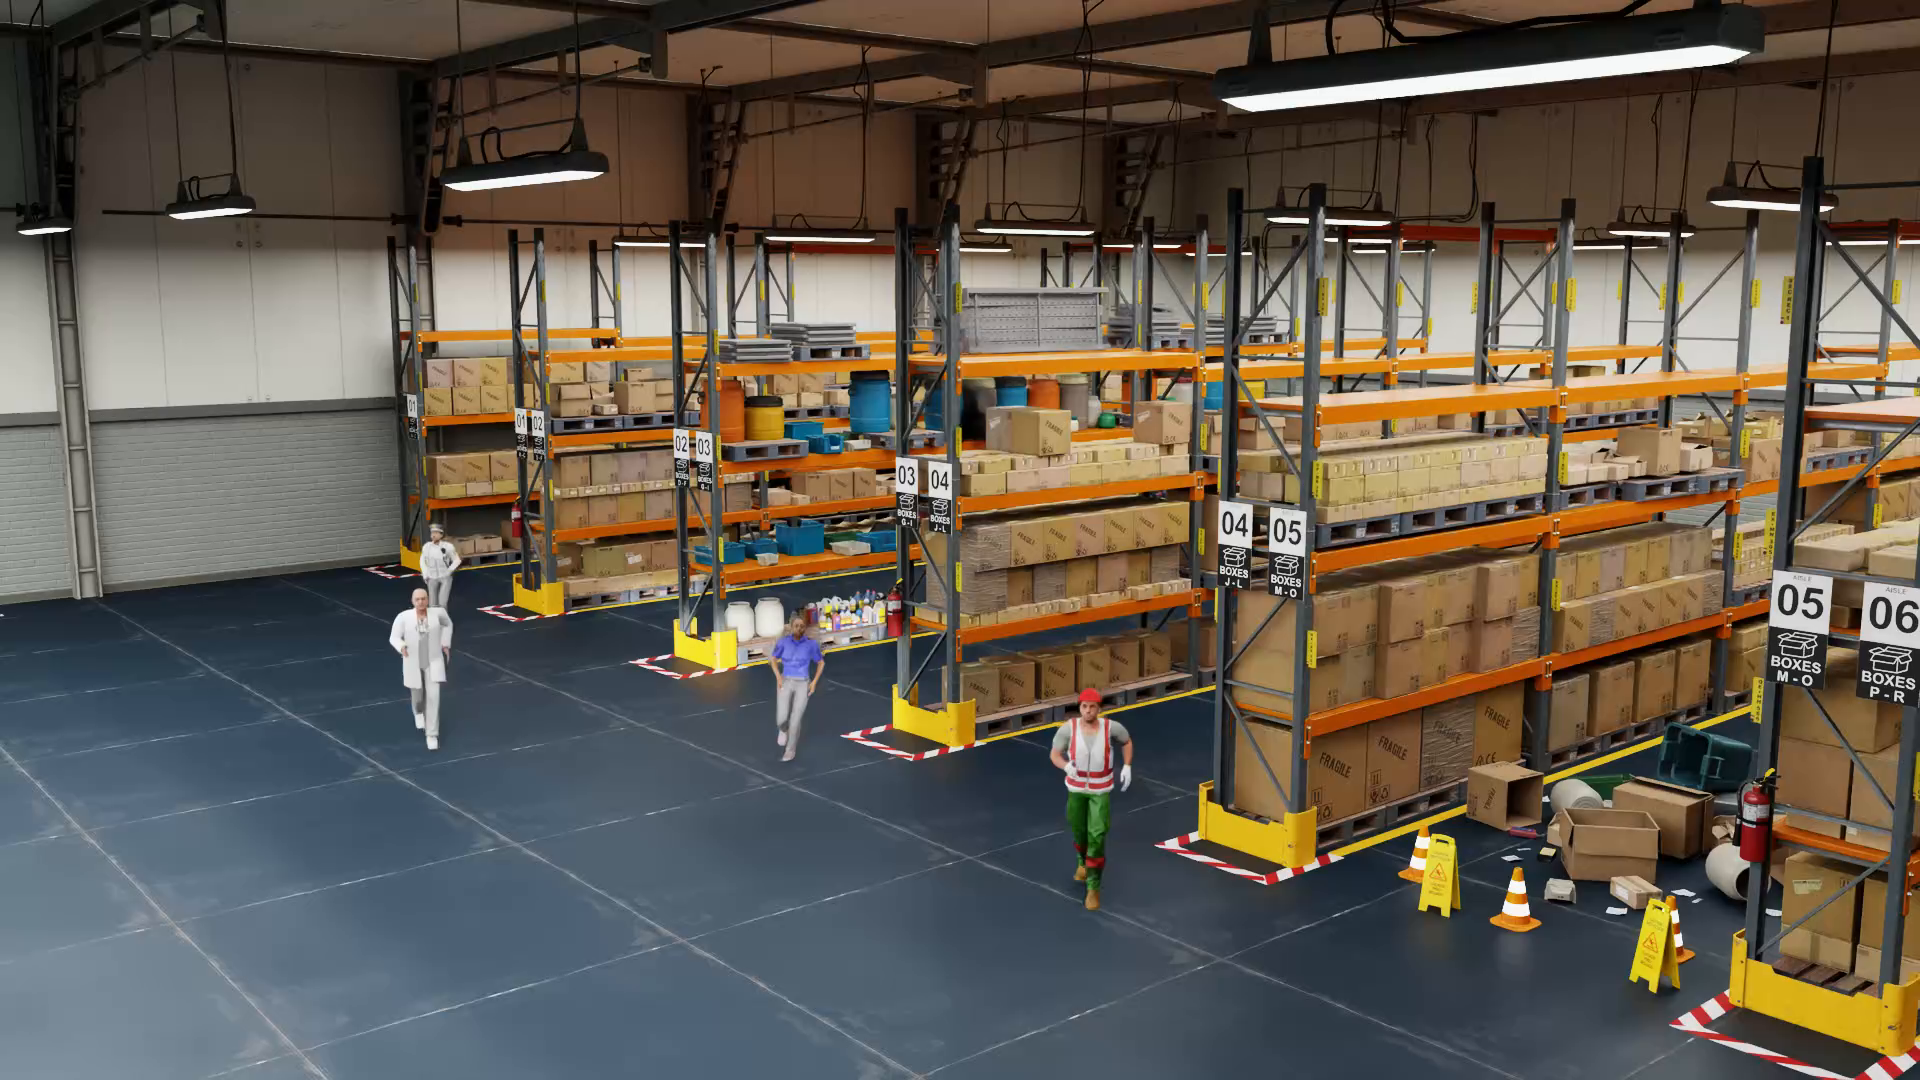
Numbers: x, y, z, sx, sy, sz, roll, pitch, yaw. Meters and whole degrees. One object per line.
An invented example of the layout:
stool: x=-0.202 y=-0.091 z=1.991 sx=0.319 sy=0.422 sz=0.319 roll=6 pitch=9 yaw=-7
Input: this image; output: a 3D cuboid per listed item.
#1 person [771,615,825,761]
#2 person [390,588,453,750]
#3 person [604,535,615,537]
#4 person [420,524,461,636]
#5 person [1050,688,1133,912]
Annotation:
person: x=-1.779 y=1.600 z=18.265 sx=0.599 sy=1.610 sz=0.528 roll=0 pitch=9 yaw=1
person: x=-6.081 y=1.401 z=18.844 sx=0.690 sy=1.770 sz=1.044 roll=-3 pitch=9 yaw=-19
person: x=-6.139 y=-0.153 z=29.345 sx=0.586 sy=1.649 sz=0.574 roll=-8 pitch=12 yaw=-42
person: x=-7.713 y=0.573 z=24.686 sx=0.610 sy=1.671 sz=0.588 roll=-1 pitch=9 yaw=-5
person: x=1.103 y=2.139 z=14.070 sx=0.681 sy=1.847 sz=0.806 roll=2 pitch=9 yaw=11
